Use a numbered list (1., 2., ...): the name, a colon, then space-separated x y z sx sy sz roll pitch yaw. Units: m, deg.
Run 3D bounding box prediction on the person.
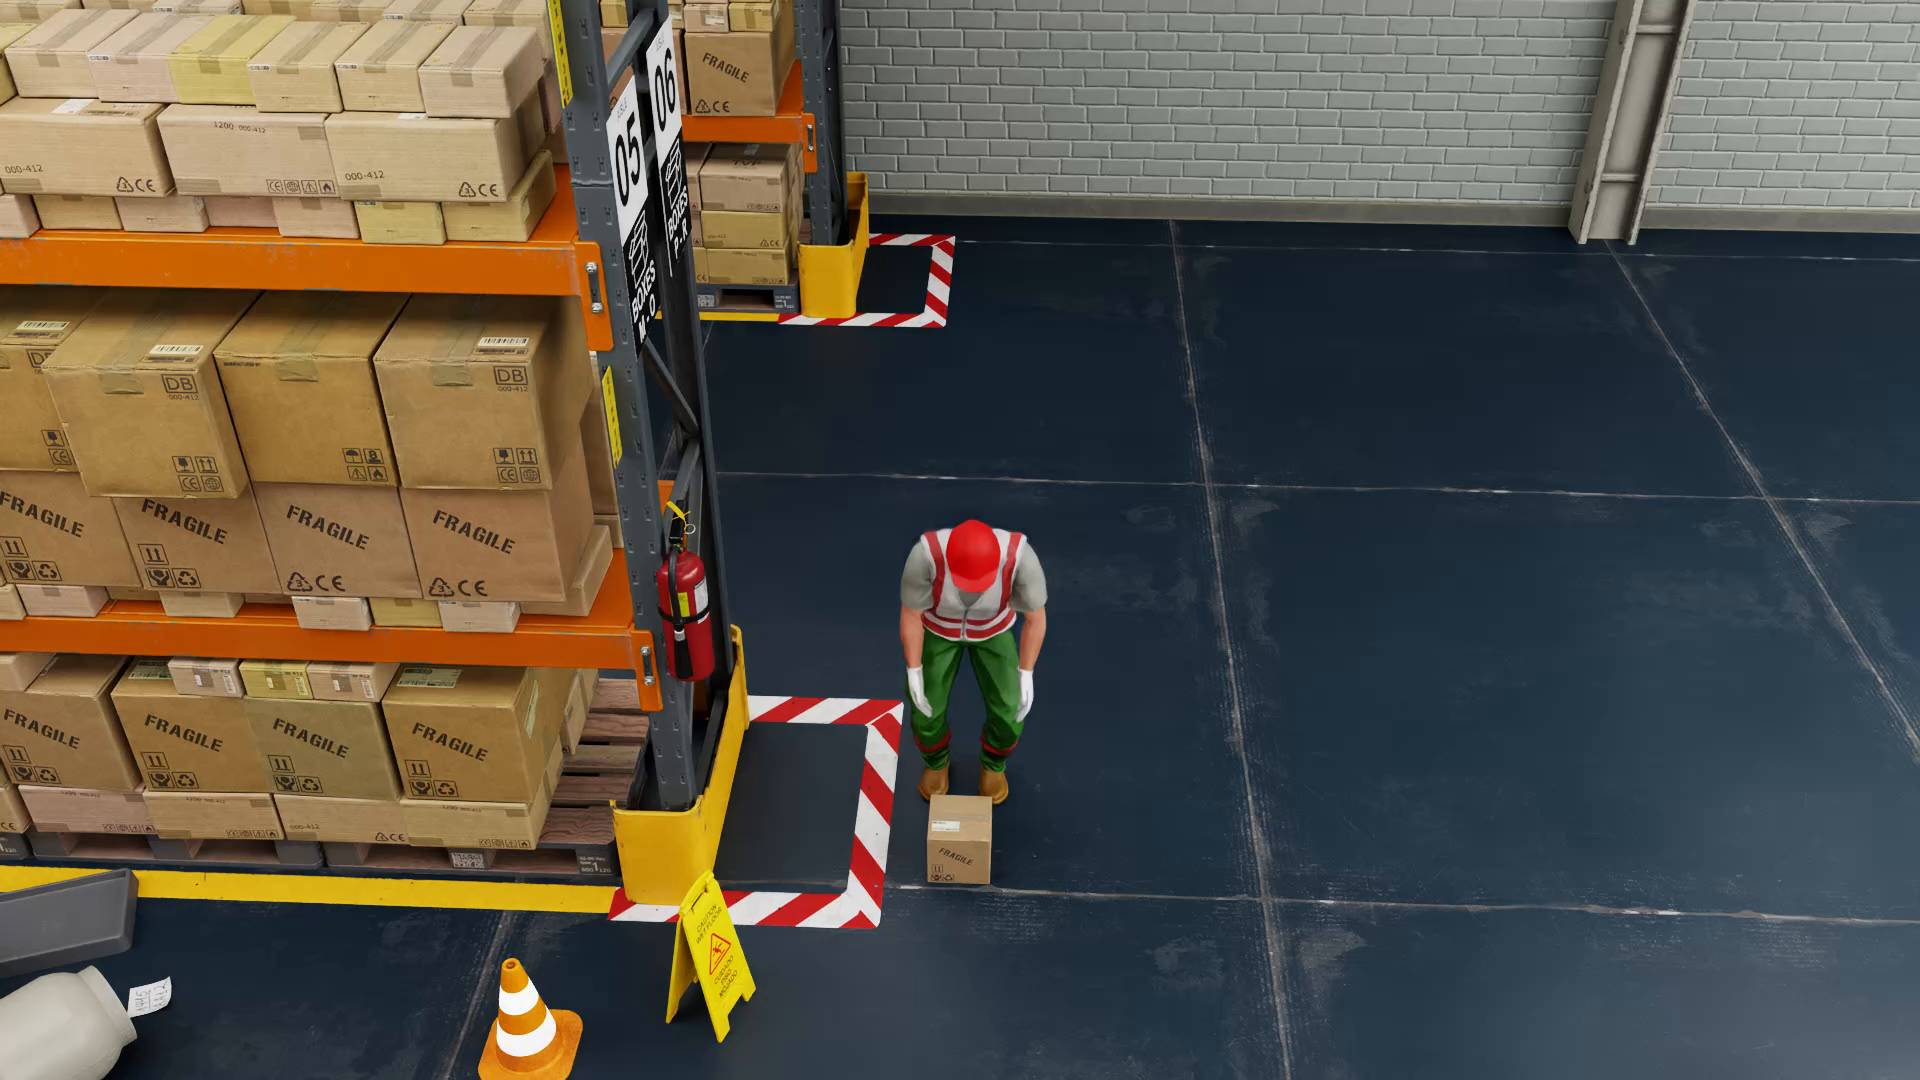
1. person: 0.055 0.447 6.693 0.579 1.528 0.690 2 35 2
